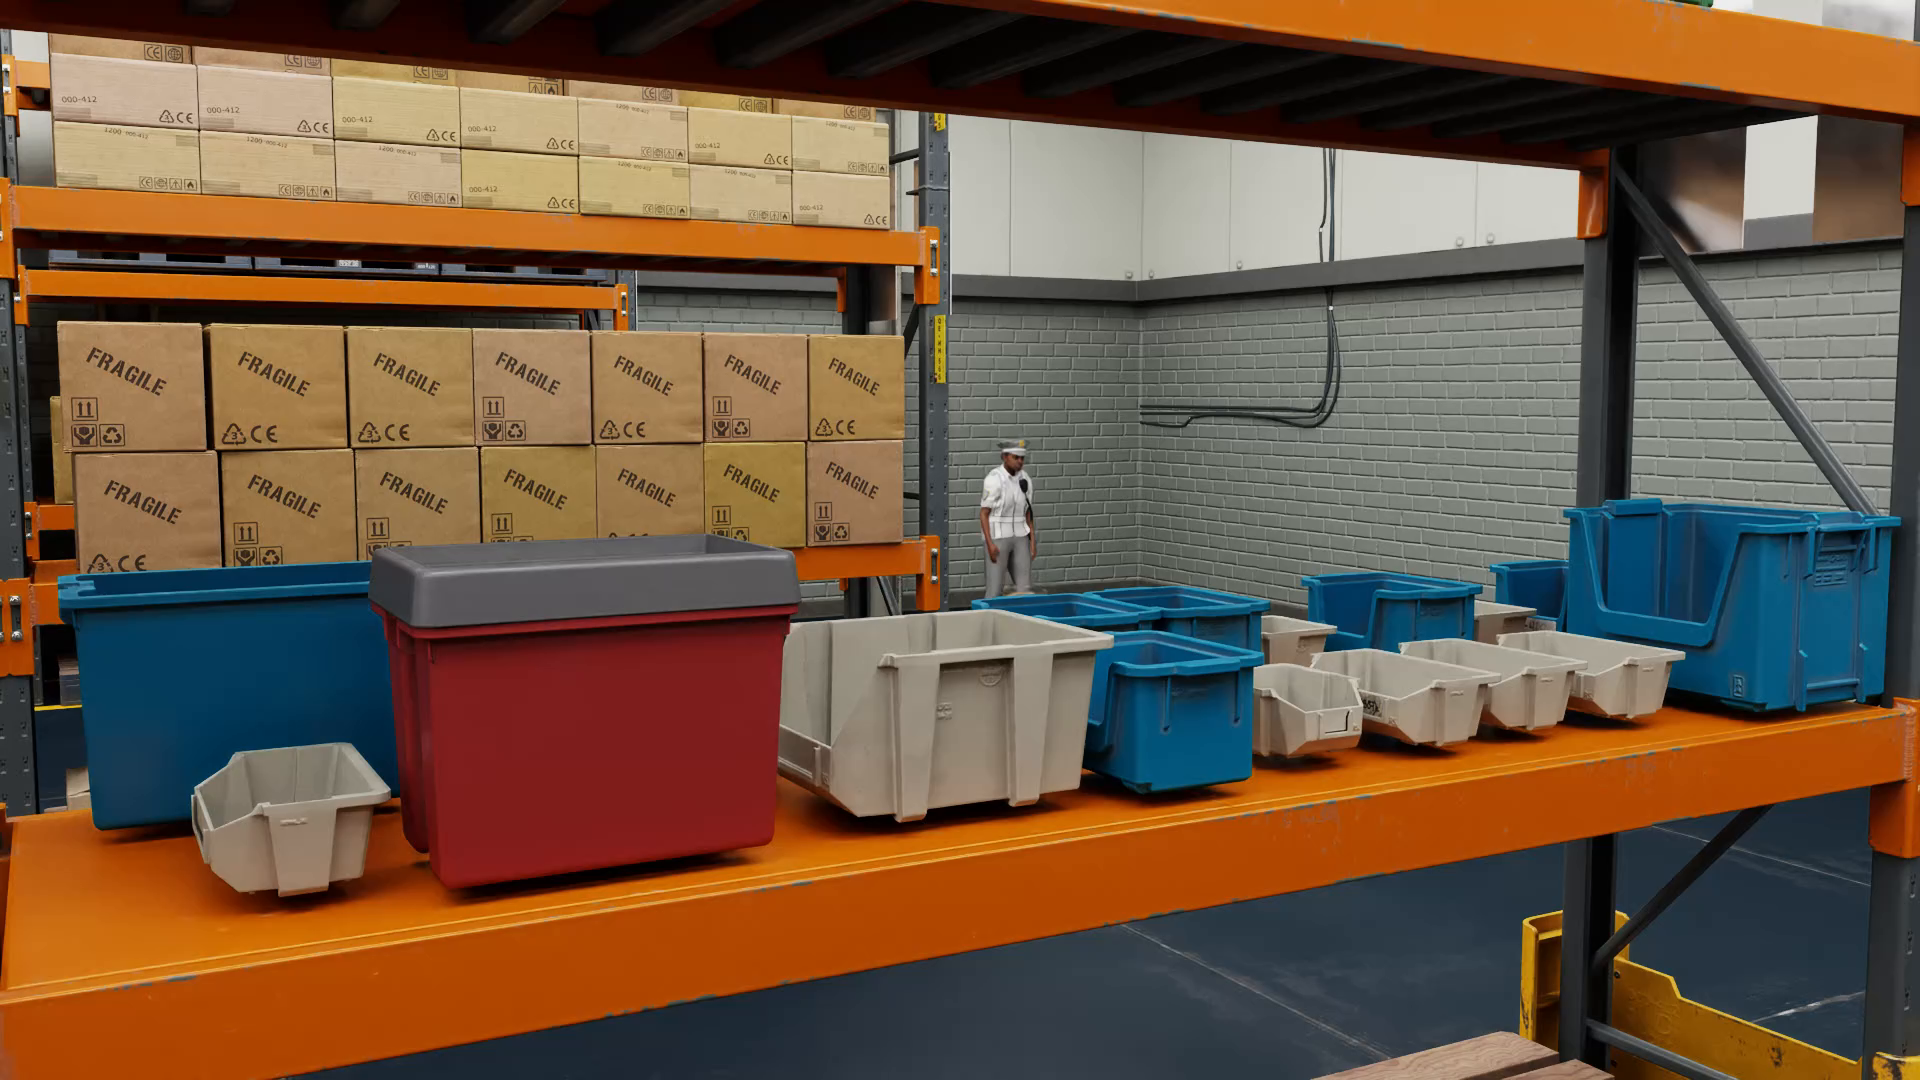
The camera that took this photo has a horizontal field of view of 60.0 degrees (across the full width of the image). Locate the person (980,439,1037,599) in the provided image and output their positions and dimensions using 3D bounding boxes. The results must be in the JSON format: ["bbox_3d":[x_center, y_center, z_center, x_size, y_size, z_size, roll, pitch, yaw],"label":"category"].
[{"bbox_3d":[0.383,0.037,13.060,0.498,1.665,0.424,-3,6,-30],"label":"person"}]
